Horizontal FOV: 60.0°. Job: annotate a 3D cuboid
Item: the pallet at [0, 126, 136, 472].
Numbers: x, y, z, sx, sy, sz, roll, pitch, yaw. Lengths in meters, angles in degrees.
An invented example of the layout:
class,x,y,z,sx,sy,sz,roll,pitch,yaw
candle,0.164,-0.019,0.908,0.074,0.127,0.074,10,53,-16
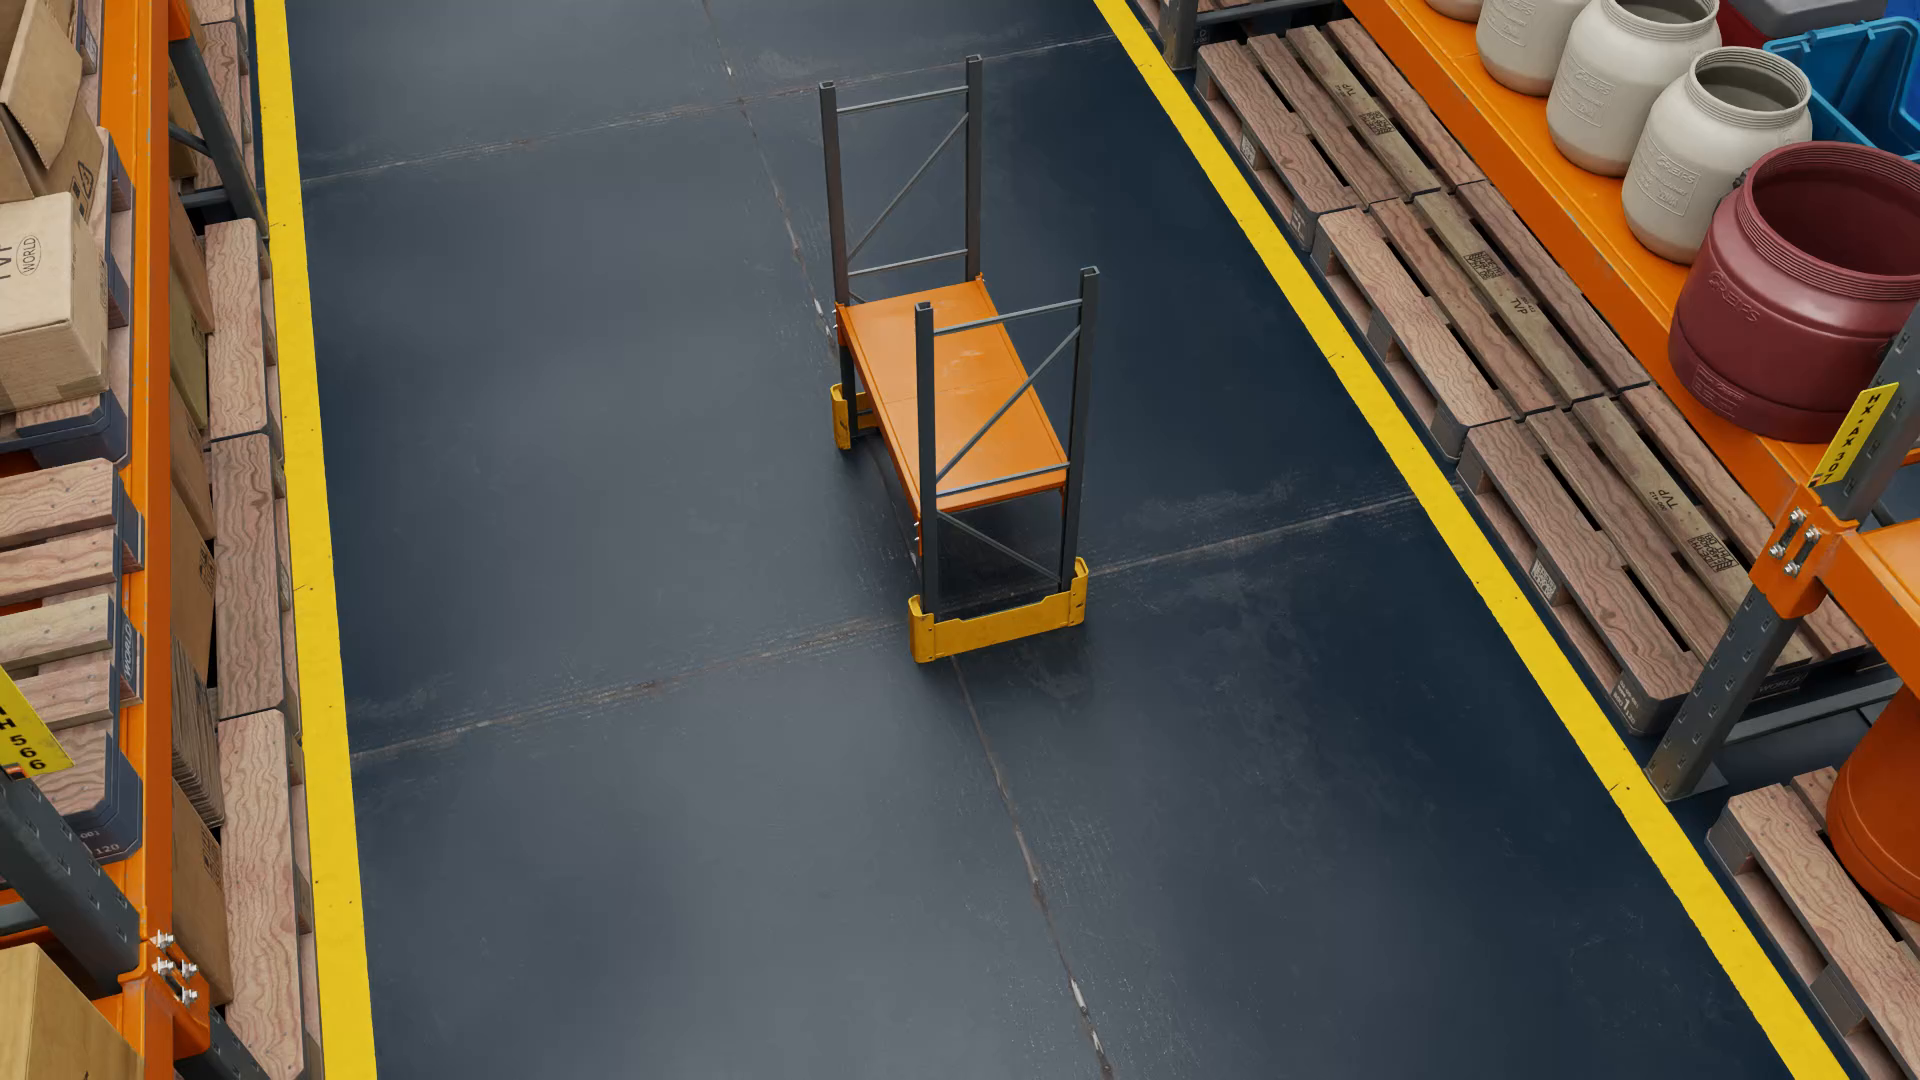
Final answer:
class,x,y,z,sx,sy,sz,roll,pitch,yaw
pallet,-2.750,-0.573,4.396,1.003,0.211,1.213,-13,51,-11

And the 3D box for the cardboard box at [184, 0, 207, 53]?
class,x,y,z,sx,sy,sz,roll,pitch,yaw
cardboard box,-3.566,-2.167,6.975,0.500,0.500,0.500,1,50,1

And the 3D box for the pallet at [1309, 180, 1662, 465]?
class,x,y,z,sx,sy,sz,roll,pitch,yaw
pallet,2.056,-0.883,6.356,1.003,0.211,1.213,-13,51,-11

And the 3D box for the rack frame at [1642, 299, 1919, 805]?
class,x,y,z,sx,sy,sz,roll,pitch,yaw
rack frame,2.605,-0.318,4.056,1.000,3.000,0.127,-13,51,-11

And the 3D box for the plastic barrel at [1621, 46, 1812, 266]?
class,x,y,z,sx,sy,sz,roll,pitch,yaw
plastic barrel,2.097,-1.057,4.606,0.421,0.512,0.421,0,50,0

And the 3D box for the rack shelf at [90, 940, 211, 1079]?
class,x,y,z,sx,sy,sz,roll,pitch,yaw
rack shelf,-1.535,2.495,2.155,1.077,0.370,4.000,-13,51,-11

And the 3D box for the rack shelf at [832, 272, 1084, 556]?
class,x,y,z,sx,sy,sz,roll,pitch,yaw
rack shelf,-0.025,-0.430,5.367,0.538,0.185,1.000,-13,51,-11

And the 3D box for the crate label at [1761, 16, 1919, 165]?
class,x,y,z,sx,sy,sz,roll,pitch,yaw
crate label,2.570,-1.116,4.706,0.502,0.435,0.616,-13,51,-11

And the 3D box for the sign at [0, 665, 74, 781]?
class,x,y,z,sx,sy,sz,roll,pitch,yaw
sign,-1.597,0.301,2.777,0.100,0.325,0.005,-13,51,-11

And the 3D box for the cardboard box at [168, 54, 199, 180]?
class,x,y,z,sx,sy,sz,roll,pitch,yaw
cardboard box,-3.389,-1.750,6.624,0.500,0.500,0.500,-15,51,-12

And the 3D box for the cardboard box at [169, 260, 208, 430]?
class,x,y,z,sx,sy,sz,roll,pitch,yaw
cardboard box,-3.025,-0.649,5.683,0.700,0.500,0.500,-14,51,-11

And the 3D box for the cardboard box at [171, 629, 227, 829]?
class,x,y,z,sx,sy,sz,roll,pitch,yaw
cardboard box,-2.519,0.579,4.647,0.700,0.500,0.500,-17,52,-14

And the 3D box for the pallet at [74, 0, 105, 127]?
class,x,y,z,sx,sy,sz,roll,pitch,yaw
pallet,-3.222,-1.466,5.150,1.003,0.211,1.213,-13,51,-11

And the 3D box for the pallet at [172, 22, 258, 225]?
class,x,y,z,sx,sy,sz,roll,pitch,yaw
pallet,-3.541,-1.703,7.048,1.003,0.211,1.213,-13,51,-11

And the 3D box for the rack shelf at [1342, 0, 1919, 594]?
class,x,y,z,sx,sy,sz,roll,pitch,yaw
rack shelf,2.014,-1.547,5.562,1.077,0.370,4.000,-13,51,-11

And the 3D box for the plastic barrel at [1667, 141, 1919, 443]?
class,x,y,z,sx,sy,sz,roll,pitch,yaw
plastic barrel,2.179,-0.632,4.232,0.600,0.536,0.708,-13,51,-11

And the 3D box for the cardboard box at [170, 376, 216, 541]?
class,x,y,z,sx,sy,sz,roll,pitch,yaw
cardboard box,-2.859,-0.241,5.338,0.700,0.500,0.500,-17,52,-14

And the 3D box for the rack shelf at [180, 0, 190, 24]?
class,x,y,z,sx,sy,sz,roll,pitch,yaw
rack shelf,-3.900,-3.348,7.081,1.077,0.370,4.000,-13,51,-11

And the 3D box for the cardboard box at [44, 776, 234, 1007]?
class,x,y,z,sx,sy,sz,roll,pitch,yaw
cardboard box,-2.343,0.981,4.308,0.700,0.500,0.500,-16,52,-13

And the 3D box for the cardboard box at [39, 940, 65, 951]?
class,x,y,z,sx,sy,sz,roll,pitch,yaw
cardboard box,-2.353,0.742,4.019,0.500,0.250,0.500,-11,51,-9

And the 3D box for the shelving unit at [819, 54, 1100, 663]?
class,x,y,z,sx,sy,sz,roll,pitch,yaw
shelving unit,-0.023,-0.539,5.224,0.587,1.500,1.083,-13,51,-11

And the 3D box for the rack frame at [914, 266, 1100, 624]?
class,x,y,z,sx,sy,sz,roll,pitch,yaw
rack frame,0.125,-0.174,4.916,0.500,1.500,0.032,-13,51,-11

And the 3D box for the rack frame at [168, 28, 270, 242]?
class,x,y,z,sx,sy,sz,roll,pitch,yaw
rack frame,-3.309,-2.119,5.575,1.000,3.000,0.127,-13,51,-11

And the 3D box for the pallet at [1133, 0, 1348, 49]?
class,x,y,z,sx,sy,sz,roll,pitch,yaw
pallet,1.264,-2.840,8.006,1.003,0.211,1.213,-13,51,-11

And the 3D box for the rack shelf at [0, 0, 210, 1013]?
class,x,y,z,sx,sy,sz,roll,pitch,yaw
rack shelf,-2.717,-0.427,4.618,1.077,0.370,4.000,-13,51,-11

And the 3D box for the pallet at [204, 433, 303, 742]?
class,x,y,z,sx,sy,sz,roll,pitch,yaw
pallet,-2.713,0.240,5.409,1.003,0.211,1.213,-13,51,-11

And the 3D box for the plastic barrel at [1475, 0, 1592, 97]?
class,x,y,z,sx,sy,sz,roll,pitch,yaw
plastic barrel,1.841,-1.683,5.118,0.433,0.535,0.433,0,50,0

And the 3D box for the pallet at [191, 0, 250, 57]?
class,x,y,z,sx,sy,sz,roll,pitch,yaw
pallet,-3.906,-2.596,7.800,1.003,0.211,1.213,-13,51,-11

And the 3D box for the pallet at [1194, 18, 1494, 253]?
class,x,y,z,sx,sy,sz,roll,pitch,yaw
pallet,1.692,-1.776,7.109,1.003,0.211,1.213,-13,51,-11

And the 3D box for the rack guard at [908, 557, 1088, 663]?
class,x,y,z,sx,sy,sz,roll,pitch,yaw
rack guard,0.125,0.227,5.395,0.587,0.250,0.087,-13,51,-11

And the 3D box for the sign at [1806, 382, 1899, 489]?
class,x,y,z,sx,sy,sz,roll,pitch,yaw
sign,2.082,-0.241,3.884,0.100,0.325,0.005,-13,51,-11

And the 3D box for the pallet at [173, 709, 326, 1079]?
class,x,y,z,sx,sy,sz,roll,pitch,yaw
pallet,-2.356,1.130,4.659,1.003,0.211,1.213,-13,51,-11

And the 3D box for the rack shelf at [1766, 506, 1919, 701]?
class,x,y,z,sx,sy,sz,roll,pitch,yaw
rack shelf,3.197,1.375,3.100,1.077,0.370,4.000,-13,51,-11

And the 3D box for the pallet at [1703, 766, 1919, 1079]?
class,x,y,z,sx,sy,sz,roll,pitch,yaw
pallet,2.878,1.147,4.645,1.003,0.211,1.213,-13,51,-11

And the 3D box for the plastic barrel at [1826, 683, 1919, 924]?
class,x,y,z,sx,sy,sz,roll,pitch,yaw
plastic barrel,2.766,0.600,4.427,0.600,0.830,0.708,-13,51,-11

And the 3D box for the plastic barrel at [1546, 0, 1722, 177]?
class,x,y,z,sx,sy,sz,roll,pitch,yaw
plastic barrel,1.973,-1.364,4.865,0.421,0.512,0.421,0,50,0

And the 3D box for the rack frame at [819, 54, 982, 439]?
class,x,y,z,sx,sy,sz,roll,pitch,yaw
rack frame,-0.176,-0.917,5.542,0.500,1.500,0.032,-13,51,-11

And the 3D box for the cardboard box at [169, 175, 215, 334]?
class,x,y,z,sx,sy,sz,roll,pitch,yaw
cardboard box,-3.148,-1.002,5.980,0.700,0.500,0.500,-17,52,-14

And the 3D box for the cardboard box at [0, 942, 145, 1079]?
class,x,y,z,sx,sy,sz,roll,pitch,yaw
cardboard box,-1.743,1.074,2.817,0.500,0.500,0.500,-12,51,-10

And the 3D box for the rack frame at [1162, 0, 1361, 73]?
class,x,y,z,sx,sy,sz,roll,pitch,yaw
rack frame,1.423,-3.239,6.519,1.000,3.000,0.127,-13,51,-11

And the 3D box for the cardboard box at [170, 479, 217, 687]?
class,x,y,z,sx,sy,sz,roll,pitch,yaw
cardboard box,-2.694,0.167,4.995,0.700,0.500,0.500,-9,51,-8

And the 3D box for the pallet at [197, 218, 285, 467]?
class,x,y,z,sx,sy,sz,roll,pitch,yaw
pallet,-3.077,-0.652,6.162,1.003,0.211,1.213,-13,51,-11

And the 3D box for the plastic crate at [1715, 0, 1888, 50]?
class,x,y,z,sx,sy,sz,roll,pitch,yaw
plastic crate,2.420,-1.588,5.085,0.402,0.464,0.583,-13,51,-11

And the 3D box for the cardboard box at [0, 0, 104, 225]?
class,x,y,z,sx,sy,sz,roll,pitch,yaw
cardboard box,-2.708,-1.043,4.325,0.797,0.503,0.637,-9,50,-7

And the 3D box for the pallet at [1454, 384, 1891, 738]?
class,x,y,z,sx,sy,sz,roll,pitch,yaw
pallet,2.413,0.007,5.606,1.003,0.211,1.213,-13,51,-11

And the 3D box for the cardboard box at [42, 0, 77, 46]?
class,x,y,z,sx,sy,sz,roll,pitch,yaw
cardboard box,-3.208,-1.836,4.669,1.000,1.000,1.000,-13,51,-11

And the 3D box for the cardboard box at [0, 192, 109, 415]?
class,x,y,z,sx,sy,sz,roll,pitch,yaw
cardboard box,-2.402,-0.561,4.084,0.500,0.250,0.500,-15,51,-12

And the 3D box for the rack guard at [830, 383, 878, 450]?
class,x,y,z,sx,sy,sz,roll,pitch,yaw
rack guard,-0.170,-0.500,6.008,0.587,0.250,0.087,-13,51,-11

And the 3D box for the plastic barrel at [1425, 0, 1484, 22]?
class,x,y,z,sx,sy,sz,roll,pitch,yaw
plastic barrel,1.713,-1.999,5.384,0.433,0.535,0.433,0,50,0

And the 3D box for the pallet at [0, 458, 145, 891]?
class,x,y,z,sx,sy,sz,roll,pitch,yaw
pallet,-2.438,0.368,3.604,1.213,0.211,1.003,-13,51,-11

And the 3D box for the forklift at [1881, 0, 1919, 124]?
class,x,y,z,sx,sy,sz,roll,pitch,yaw
forklift,4.980,-2.333,5.800,3.031,2.935,1.130,27,55,21
